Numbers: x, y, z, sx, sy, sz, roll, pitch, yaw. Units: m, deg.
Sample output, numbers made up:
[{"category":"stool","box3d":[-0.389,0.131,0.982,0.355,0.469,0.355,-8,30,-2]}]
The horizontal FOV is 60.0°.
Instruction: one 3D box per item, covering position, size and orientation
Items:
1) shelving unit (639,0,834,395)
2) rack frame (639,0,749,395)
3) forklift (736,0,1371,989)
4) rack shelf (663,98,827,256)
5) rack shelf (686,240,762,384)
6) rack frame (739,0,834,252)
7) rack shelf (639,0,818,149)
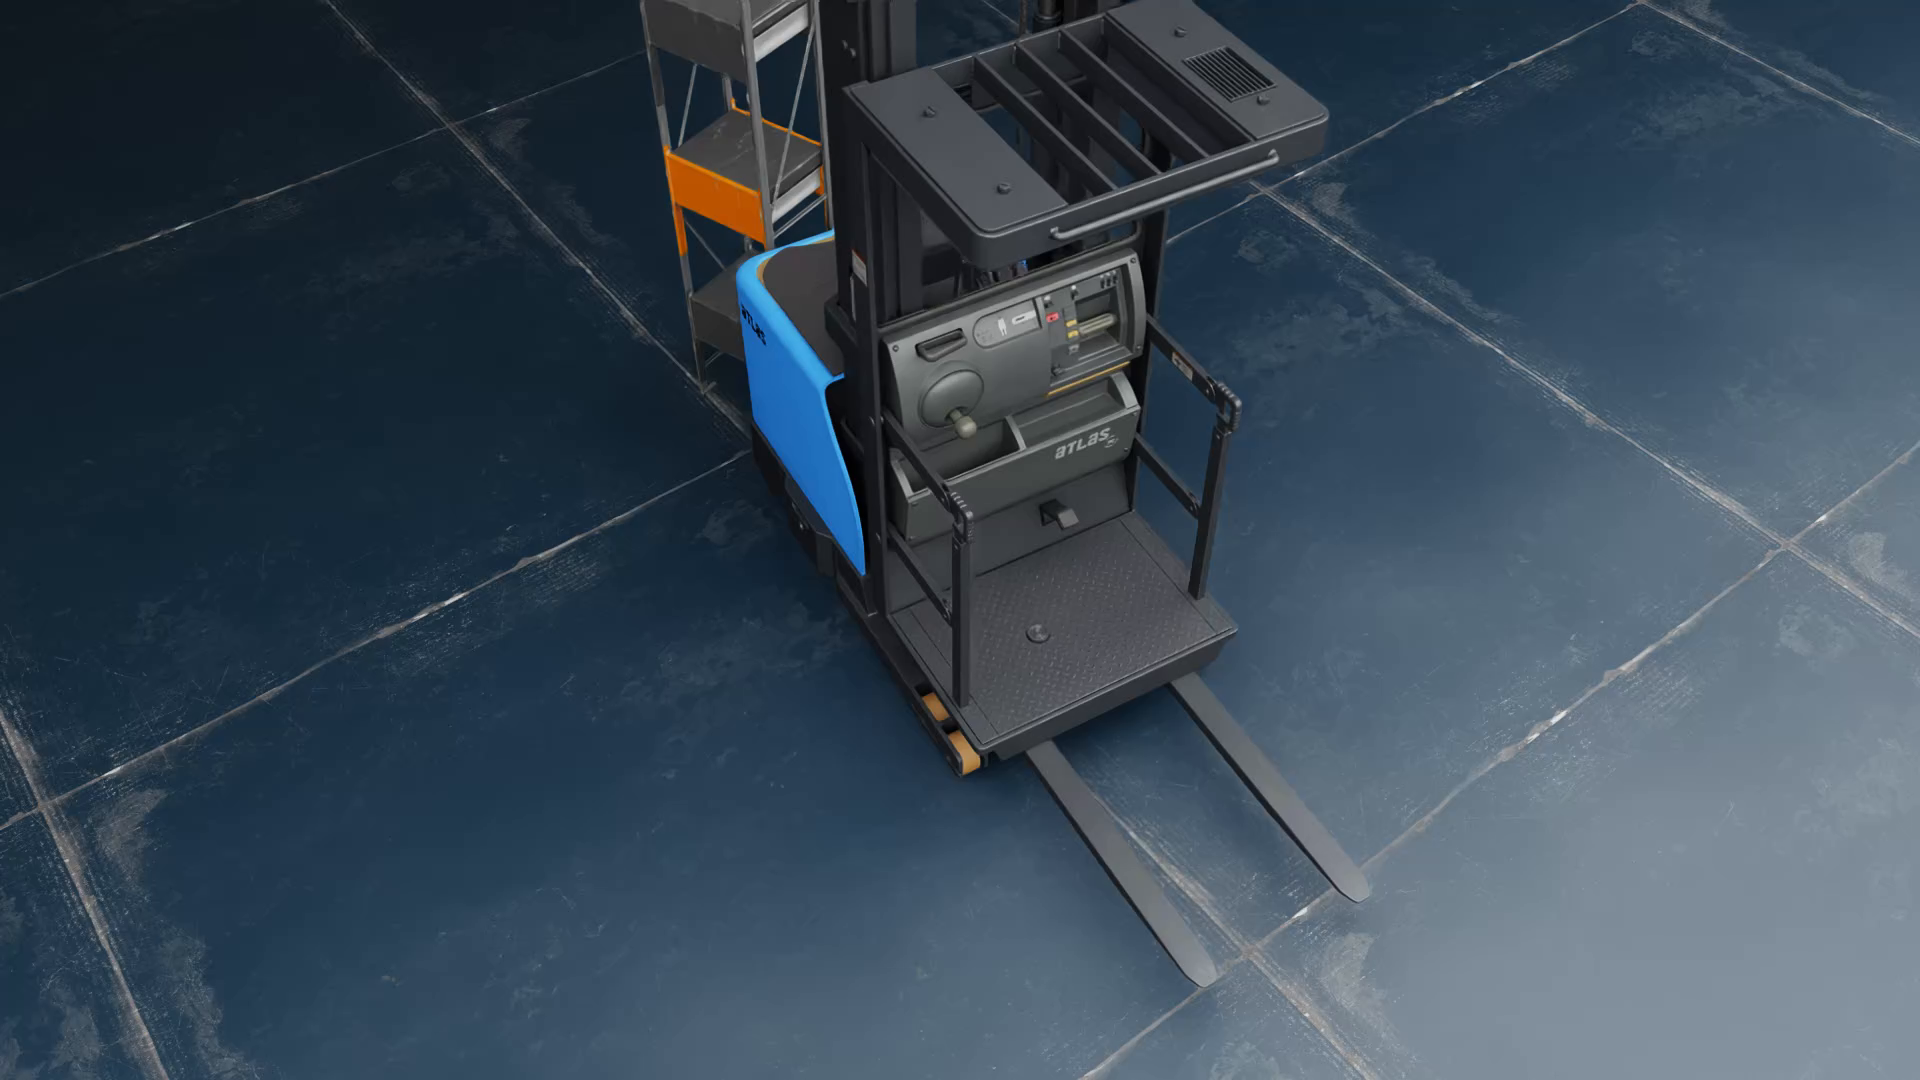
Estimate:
[{"category":"shelving unit","box3d":[-0.823,-1.362,6.566,0.503,2.100,0.431,28,54,23]},{"category":"rack frame","box3d":[-1.022,-1.466,6.661,0.015,2.100,0.400,28,54,23]},{"category":"forklift","box3d":[0.302,-0.534,5.255,1.130,2.935,3.031,-23,52,-19]},{"category":"rack shelf","box3d":[-0.823,-1.353,6.576,0.480,0.518,0.431,28,54,23]},{"category":"rack shelf","box3d":[-0.822,-0.883,7.095,0.480,0.518,0.431,28,54,23]},{"category":"rack frame","box3d":[-0.623,-1.258,6.471,0.015,2.100,0.400,28,54,23]},{"category":"rack shelf","box3d":[-0.823,-1.823,6.057,0.480,0.518,0.431,28,54,23]}]
